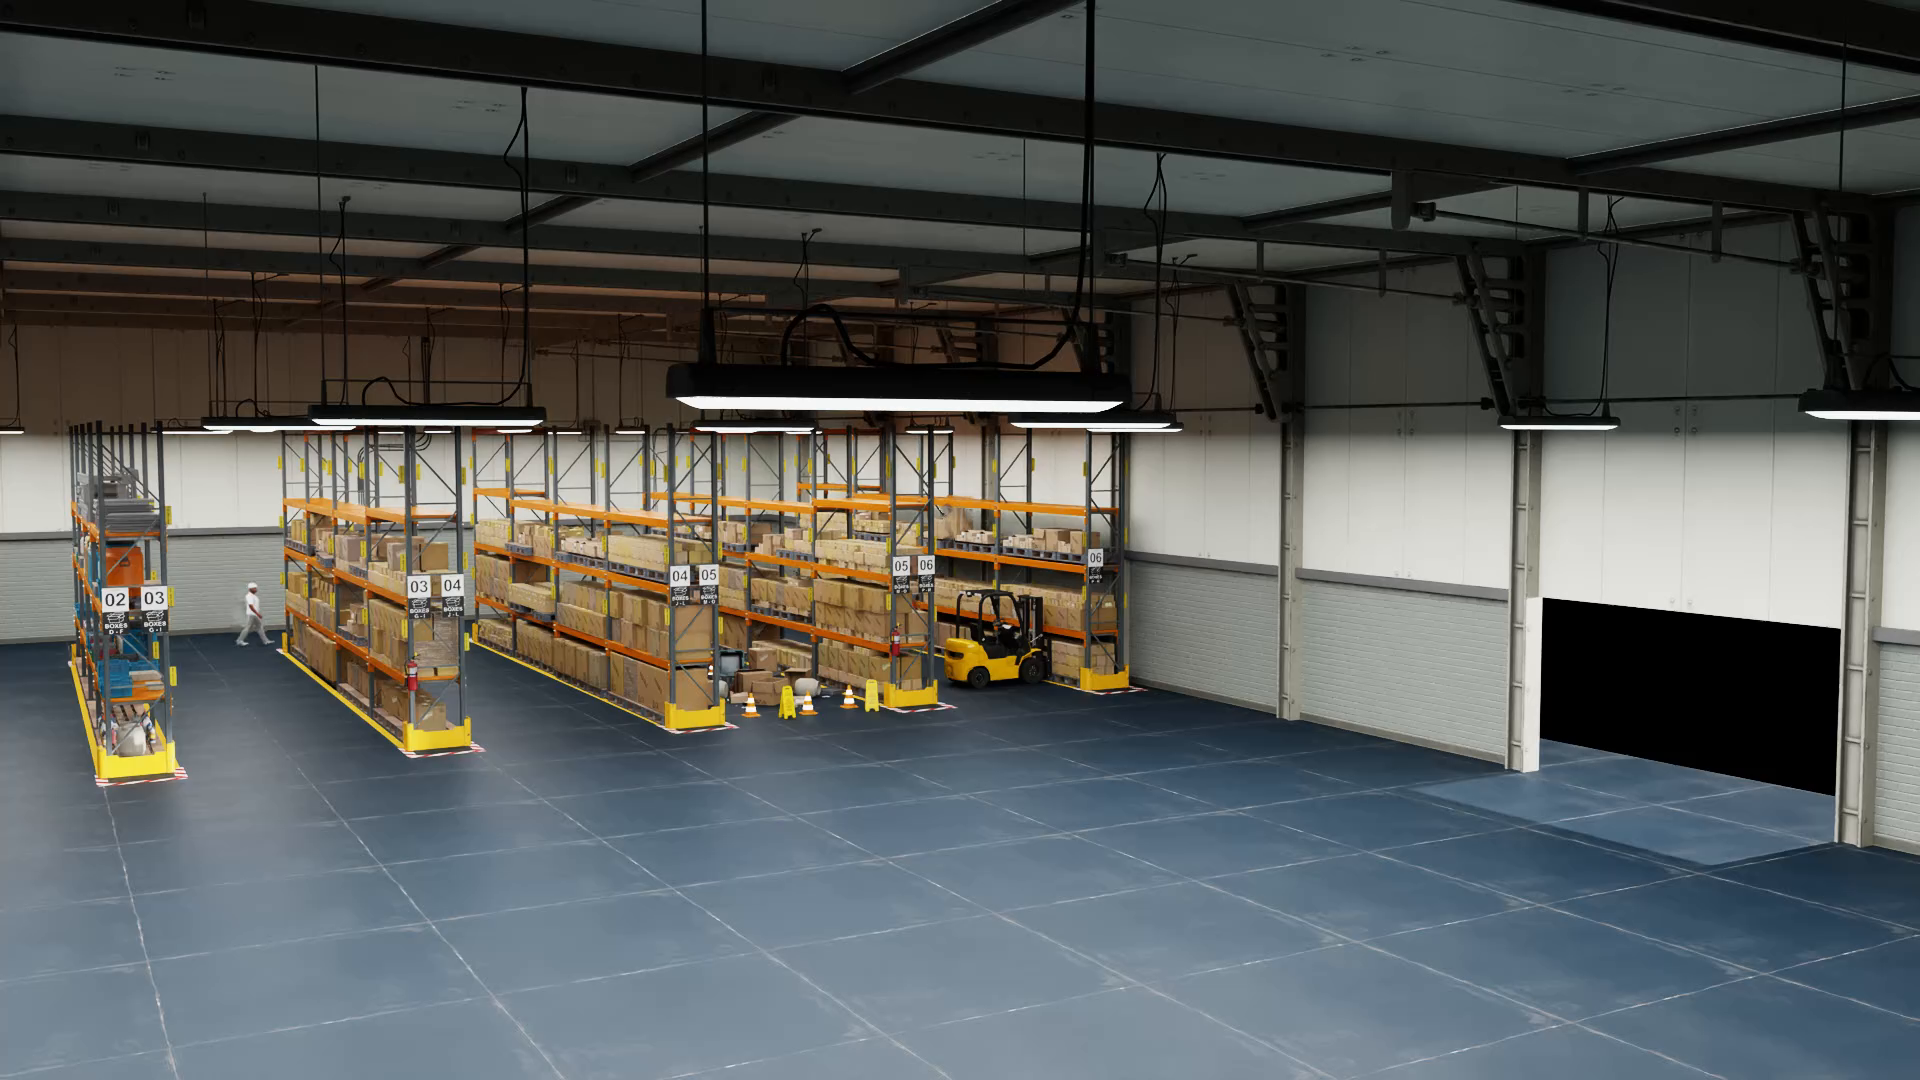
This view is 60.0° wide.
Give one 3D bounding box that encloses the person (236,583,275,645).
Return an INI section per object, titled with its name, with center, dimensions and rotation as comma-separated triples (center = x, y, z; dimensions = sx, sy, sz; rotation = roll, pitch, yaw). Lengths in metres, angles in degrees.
[person]
center = -19.329, 2.034, 45.606
dimensions = 0.987, 1.726, 0.653
rotation = -1, 4, -22
